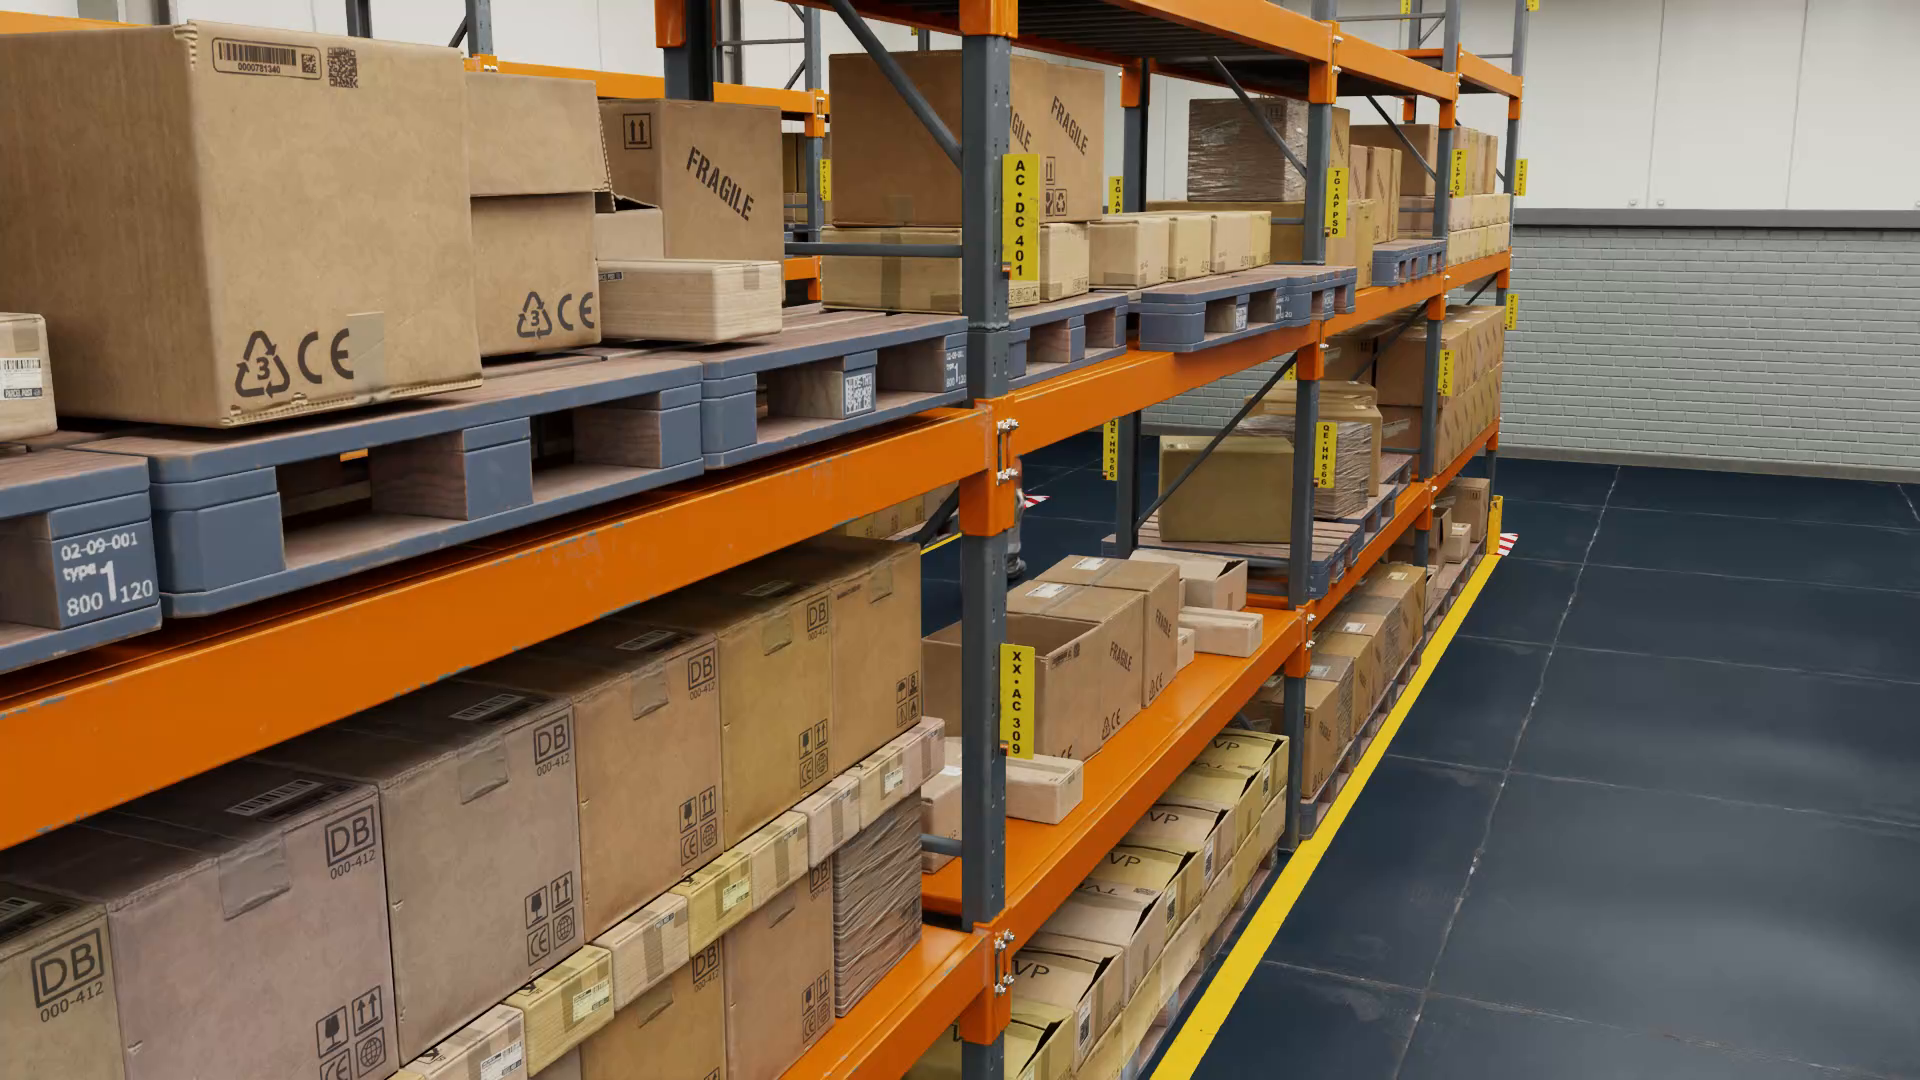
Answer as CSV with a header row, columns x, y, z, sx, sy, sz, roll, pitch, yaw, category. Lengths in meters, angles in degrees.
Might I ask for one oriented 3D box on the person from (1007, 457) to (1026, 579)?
x,y,z,sx,sy,sz,roll,pitch,yaw,category
0.293,-0.464,14.109,0.585,1.742,1.078,3,12,15,person
